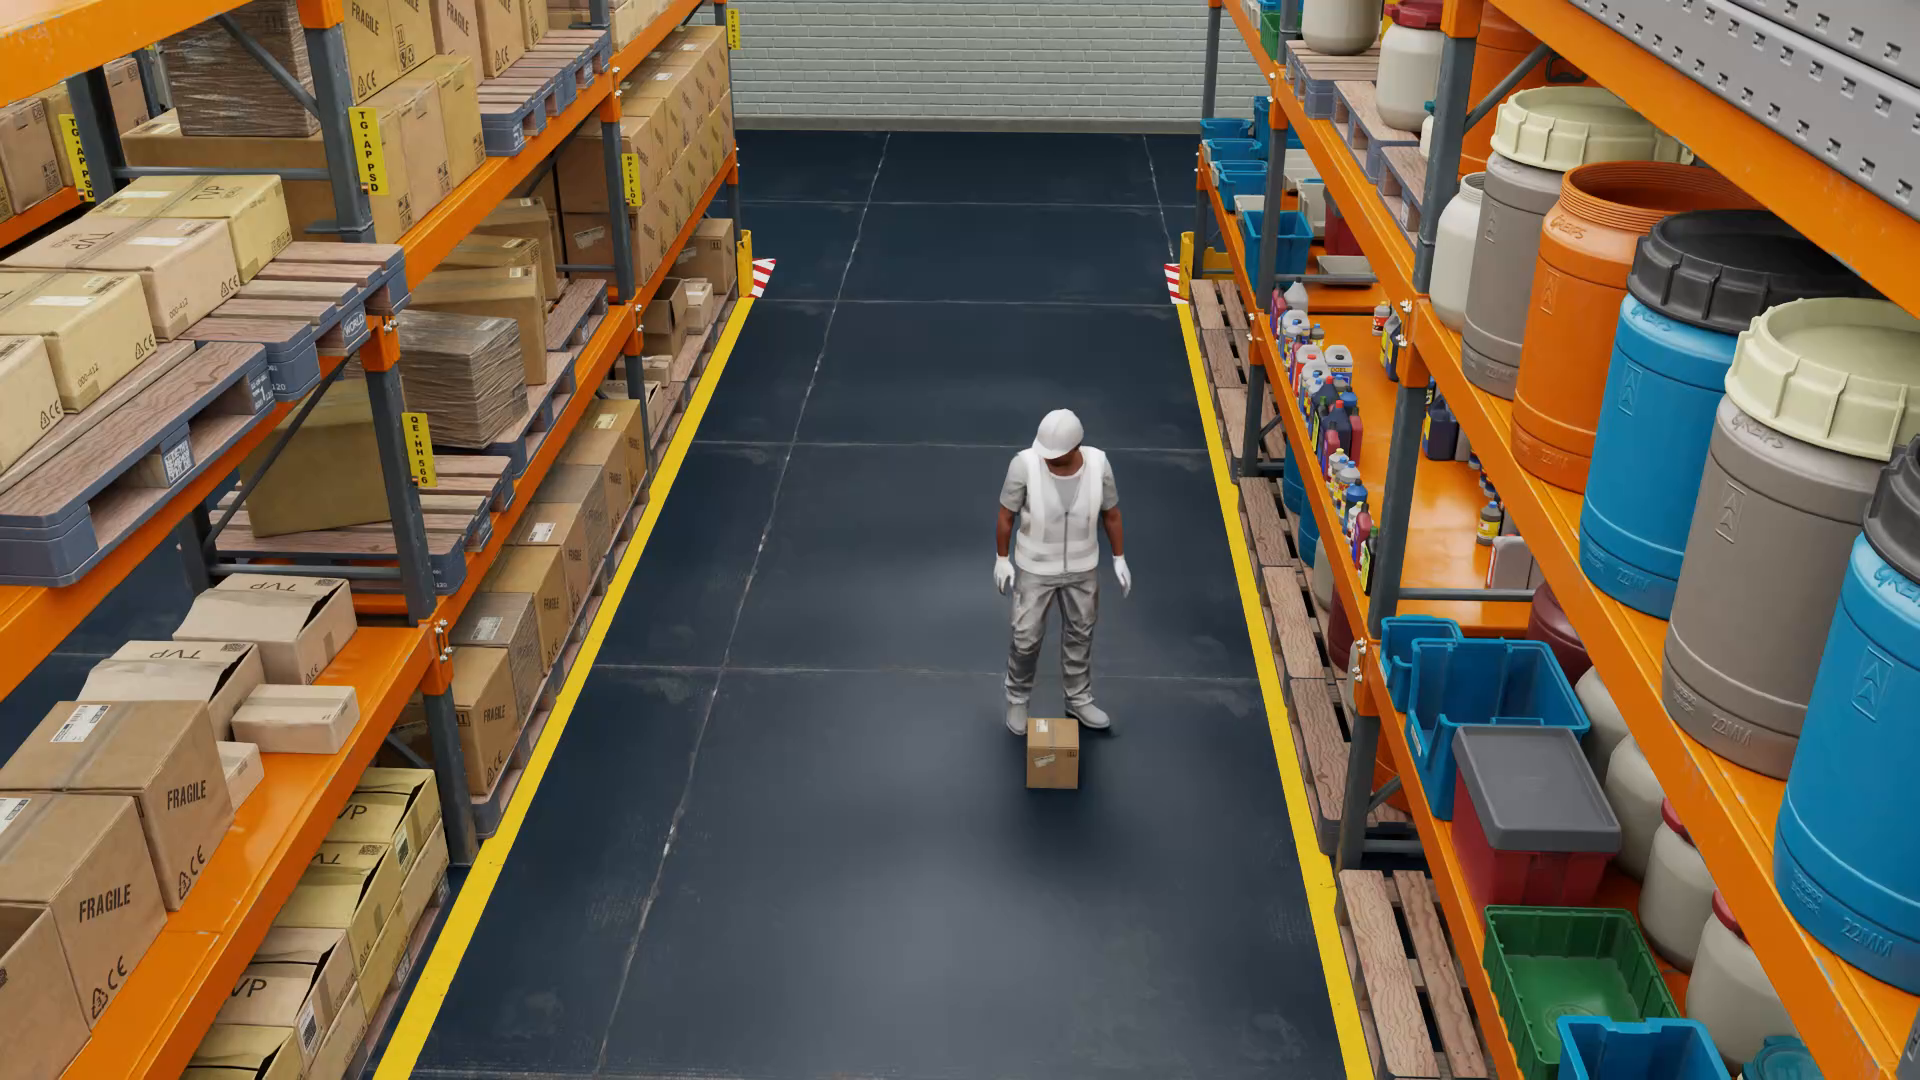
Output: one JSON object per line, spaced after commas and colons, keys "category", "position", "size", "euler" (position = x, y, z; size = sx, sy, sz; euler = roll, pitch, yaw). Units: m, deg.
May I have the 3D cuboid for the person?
{"category": "person", "position": [0.514, 0.149, 8.306], "size": [0.666, 1.792, 0.396], "euler": [-7, 28, -12]}
